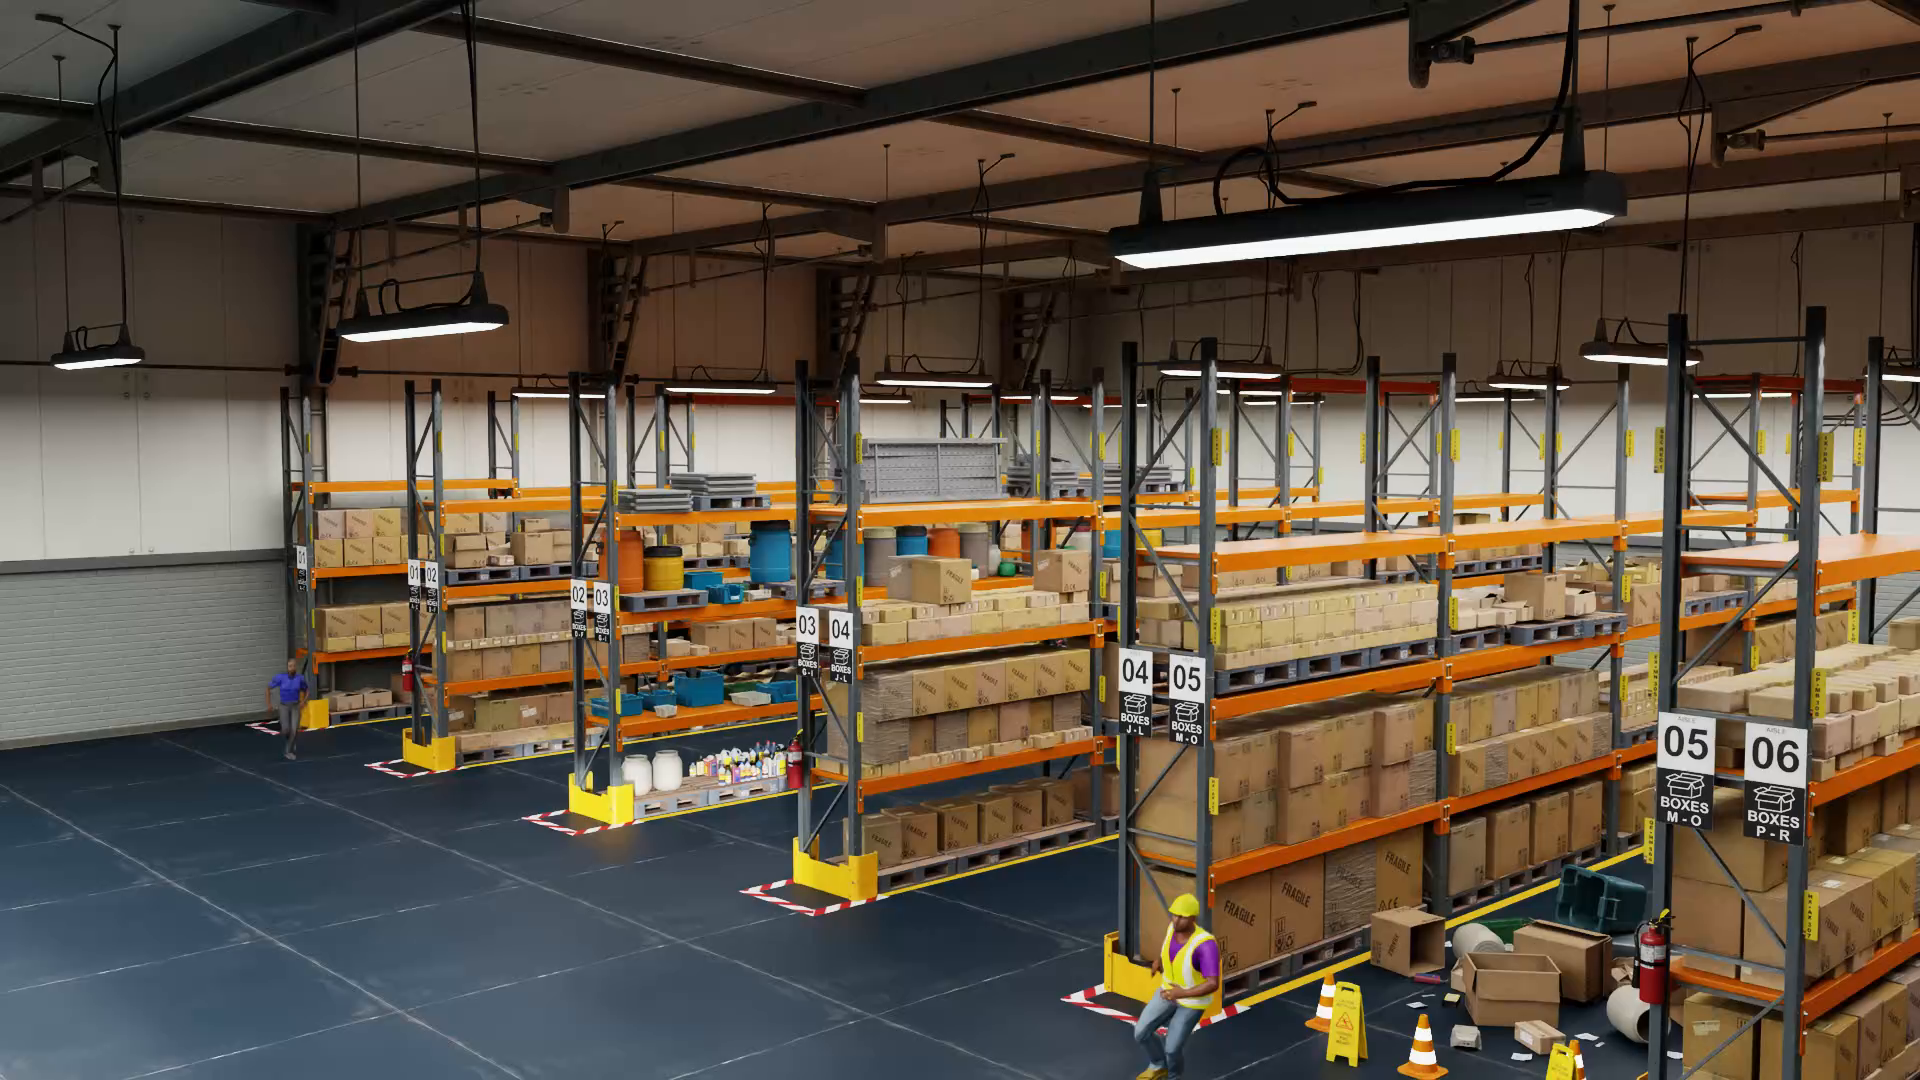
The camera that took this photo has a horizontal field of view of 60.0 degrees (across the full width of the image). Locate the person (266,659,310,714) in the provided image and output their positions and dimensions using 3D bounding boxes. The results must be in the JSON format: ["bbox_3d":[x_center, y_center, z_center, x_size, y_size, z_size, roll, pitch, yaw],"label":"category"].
[{"bbox_3d":[-10.613,2.313,26.279,0.647,0.862,0.348,-2,4,-27],"label":"person"}]

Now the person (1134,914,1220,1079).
[{"bbox_3d":[1.654,3.506,12.801,0.871,1.563,0.717,3,5,41],"label":"person"}]

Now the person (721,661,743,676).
[{"bbox_3d":[-4.411,2.309,32.385,0.577,1.557,0.599,3,4,36],"label":"person"}]
